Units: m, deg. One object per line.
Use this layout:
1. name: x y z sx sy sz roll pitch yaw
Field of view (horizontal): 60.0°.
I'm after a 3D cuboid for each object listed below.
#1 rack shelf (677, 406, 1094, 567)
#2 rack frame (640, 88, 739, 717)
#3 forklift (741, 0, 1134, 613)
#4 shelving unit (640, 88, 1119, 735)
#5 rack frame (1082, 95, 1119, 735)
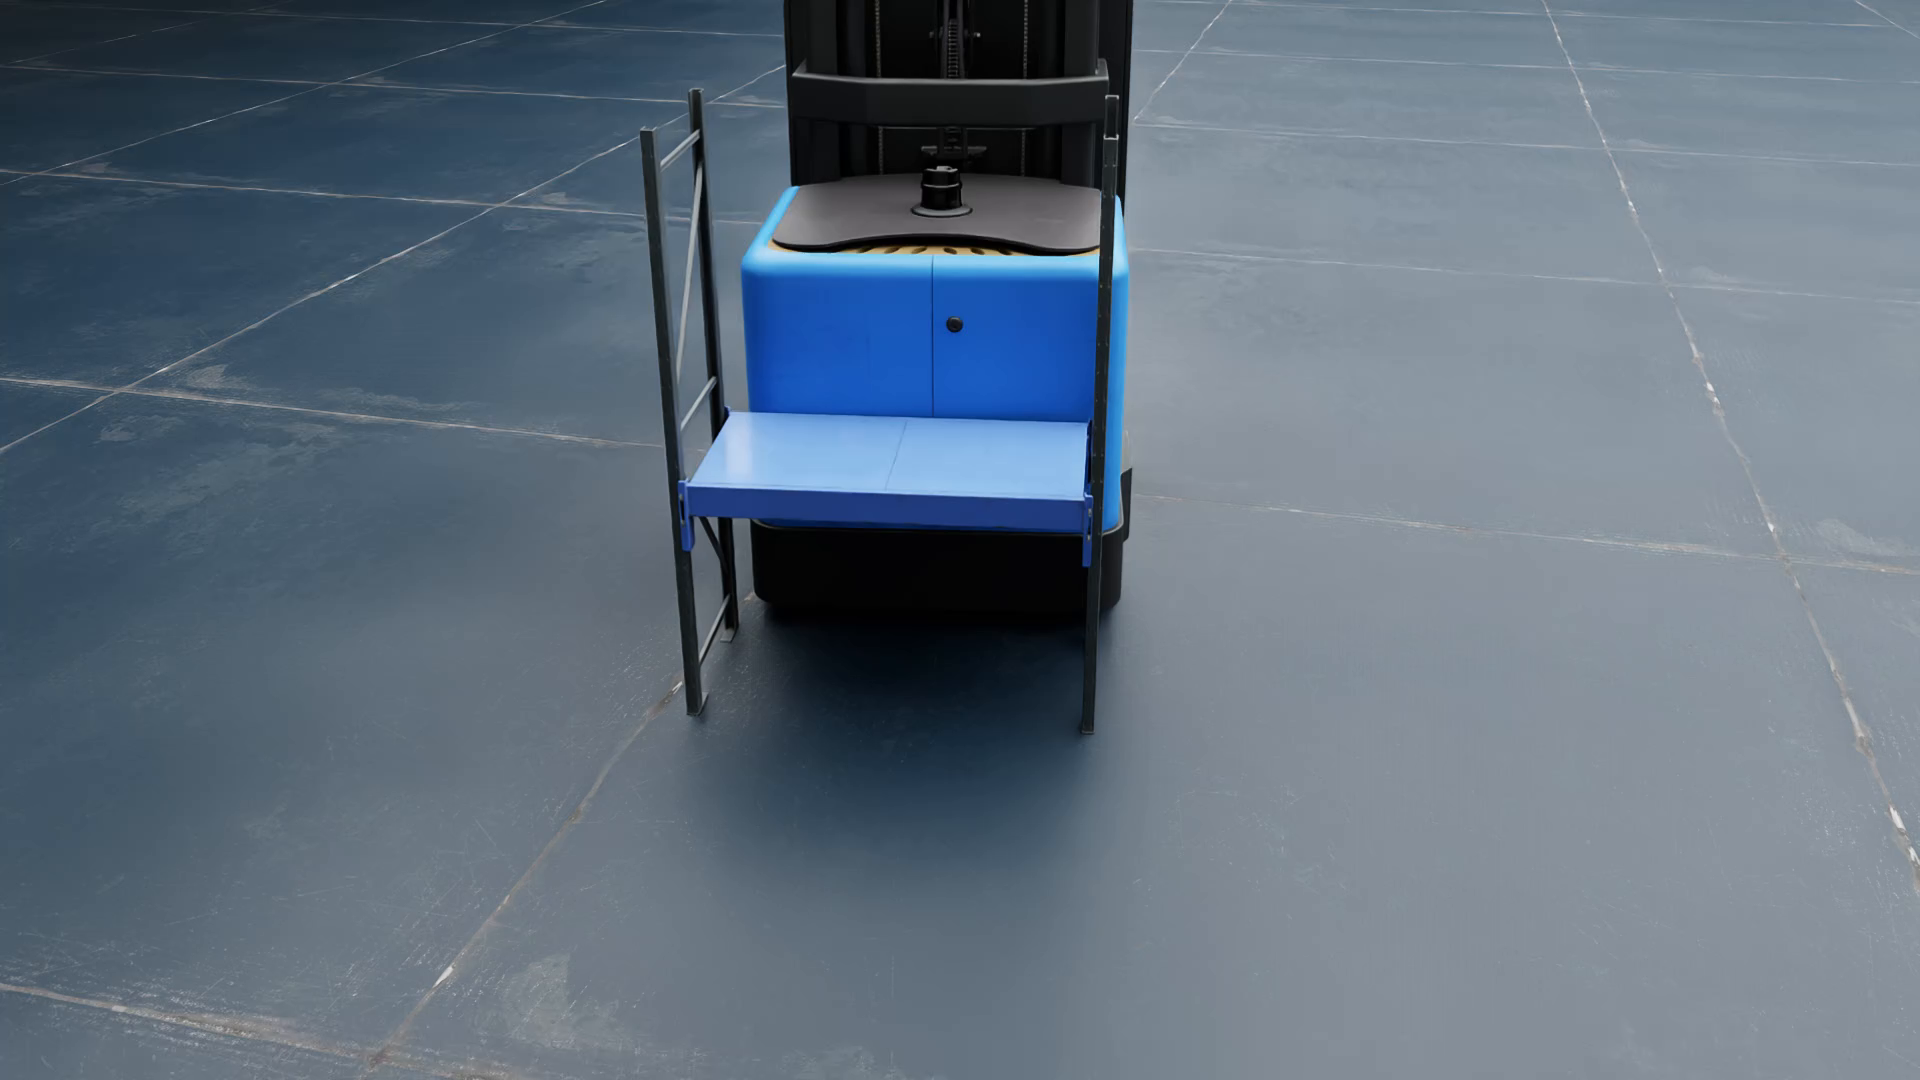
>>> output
1. rack shelf: -0.160 -0.147 4.232 1.000 0.185 0.538 2 26 5
2. rack frame: -0.667 -0.329 4.195 0.032 1.500 0.500 2 26 5
3. forklift: 0.008 -1.713 5.438 1.130 2.935 3.031 1 25 3
4. shelving unit: -0.160 -0.309 4.155 1.048 1.500 0.538 2 26 5
5. rack frame: 0.346 -0.290 4.115 0.032 1.500 0.500 2 26 5
